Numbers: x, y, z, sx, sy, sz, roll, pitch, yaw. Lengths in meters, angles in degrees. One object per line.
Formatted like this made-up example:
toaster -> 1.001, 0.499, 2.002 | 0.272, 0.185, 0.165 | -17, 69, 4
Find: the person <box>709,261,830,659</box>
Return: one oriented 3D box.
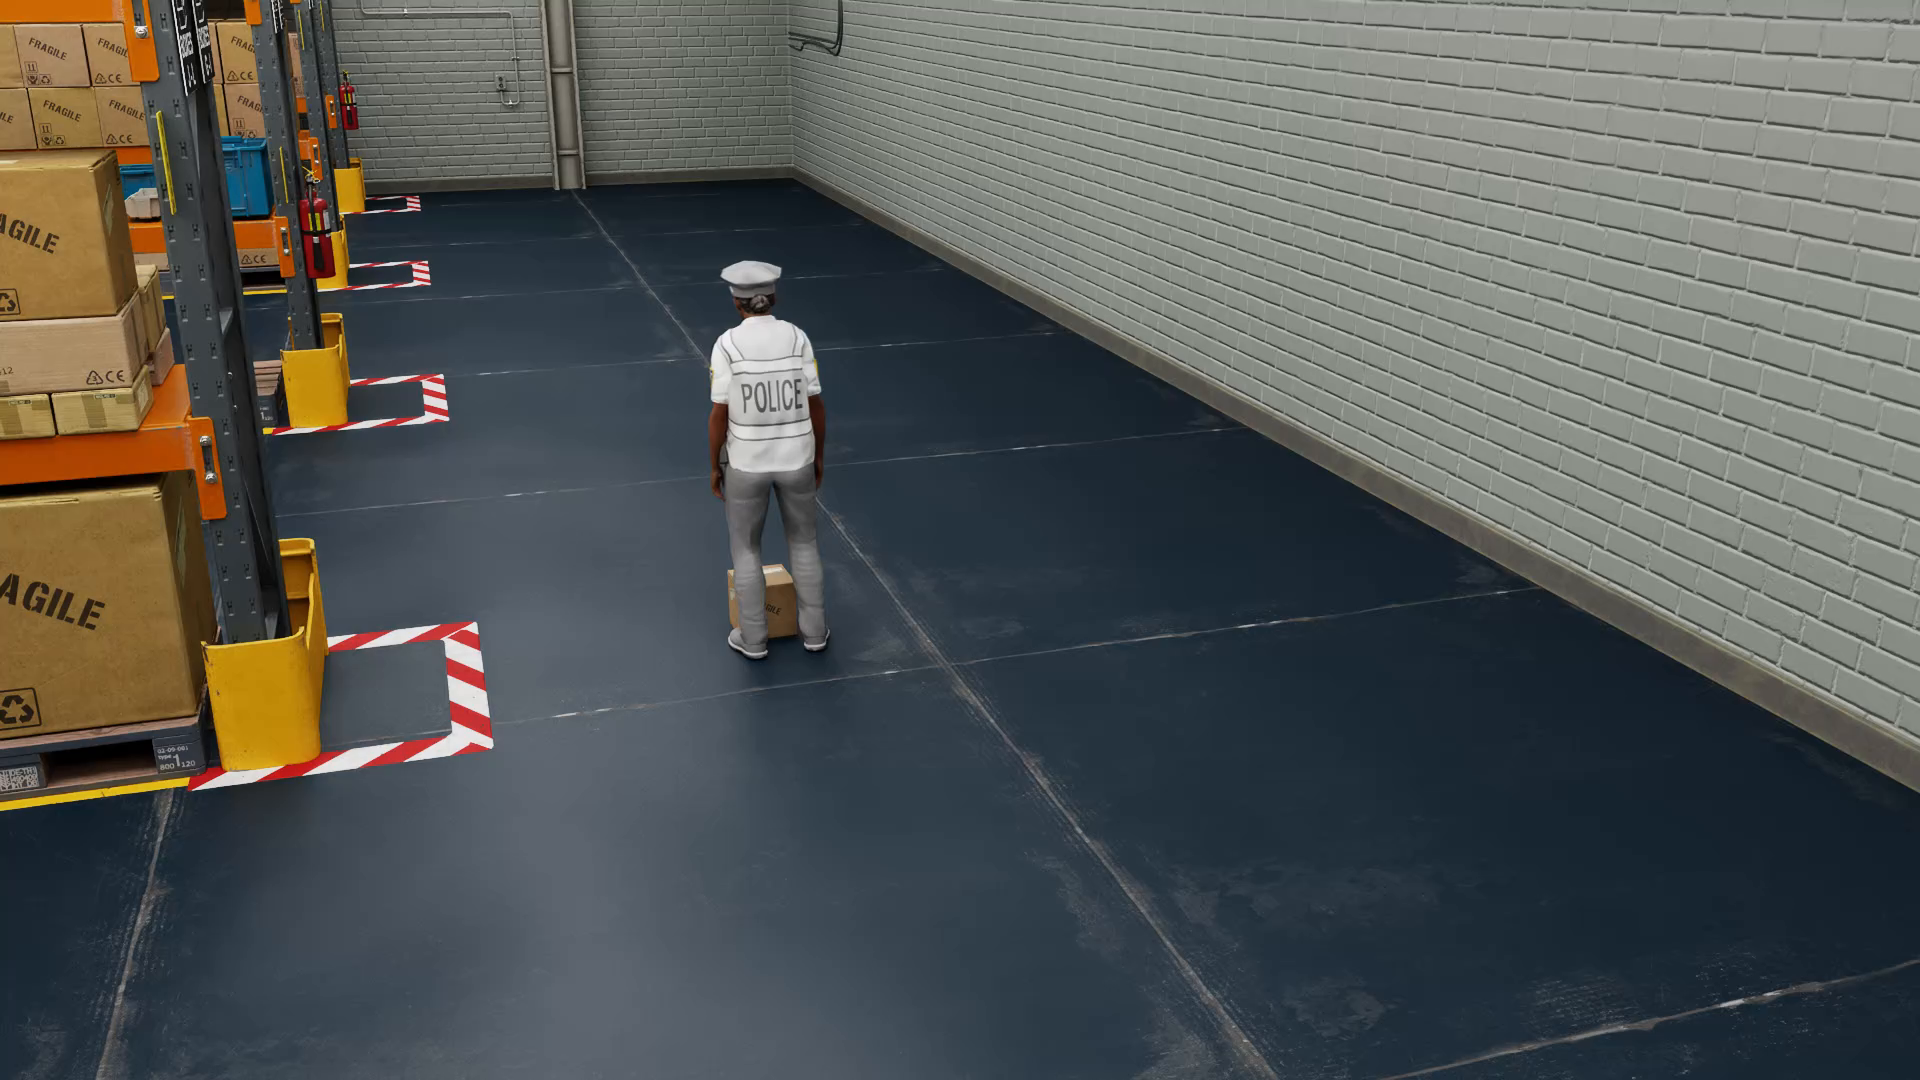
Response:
person -> -0.796, -0.314, 6.964 | 0.509, 1.658, 0.397 | -6, 20, -17
